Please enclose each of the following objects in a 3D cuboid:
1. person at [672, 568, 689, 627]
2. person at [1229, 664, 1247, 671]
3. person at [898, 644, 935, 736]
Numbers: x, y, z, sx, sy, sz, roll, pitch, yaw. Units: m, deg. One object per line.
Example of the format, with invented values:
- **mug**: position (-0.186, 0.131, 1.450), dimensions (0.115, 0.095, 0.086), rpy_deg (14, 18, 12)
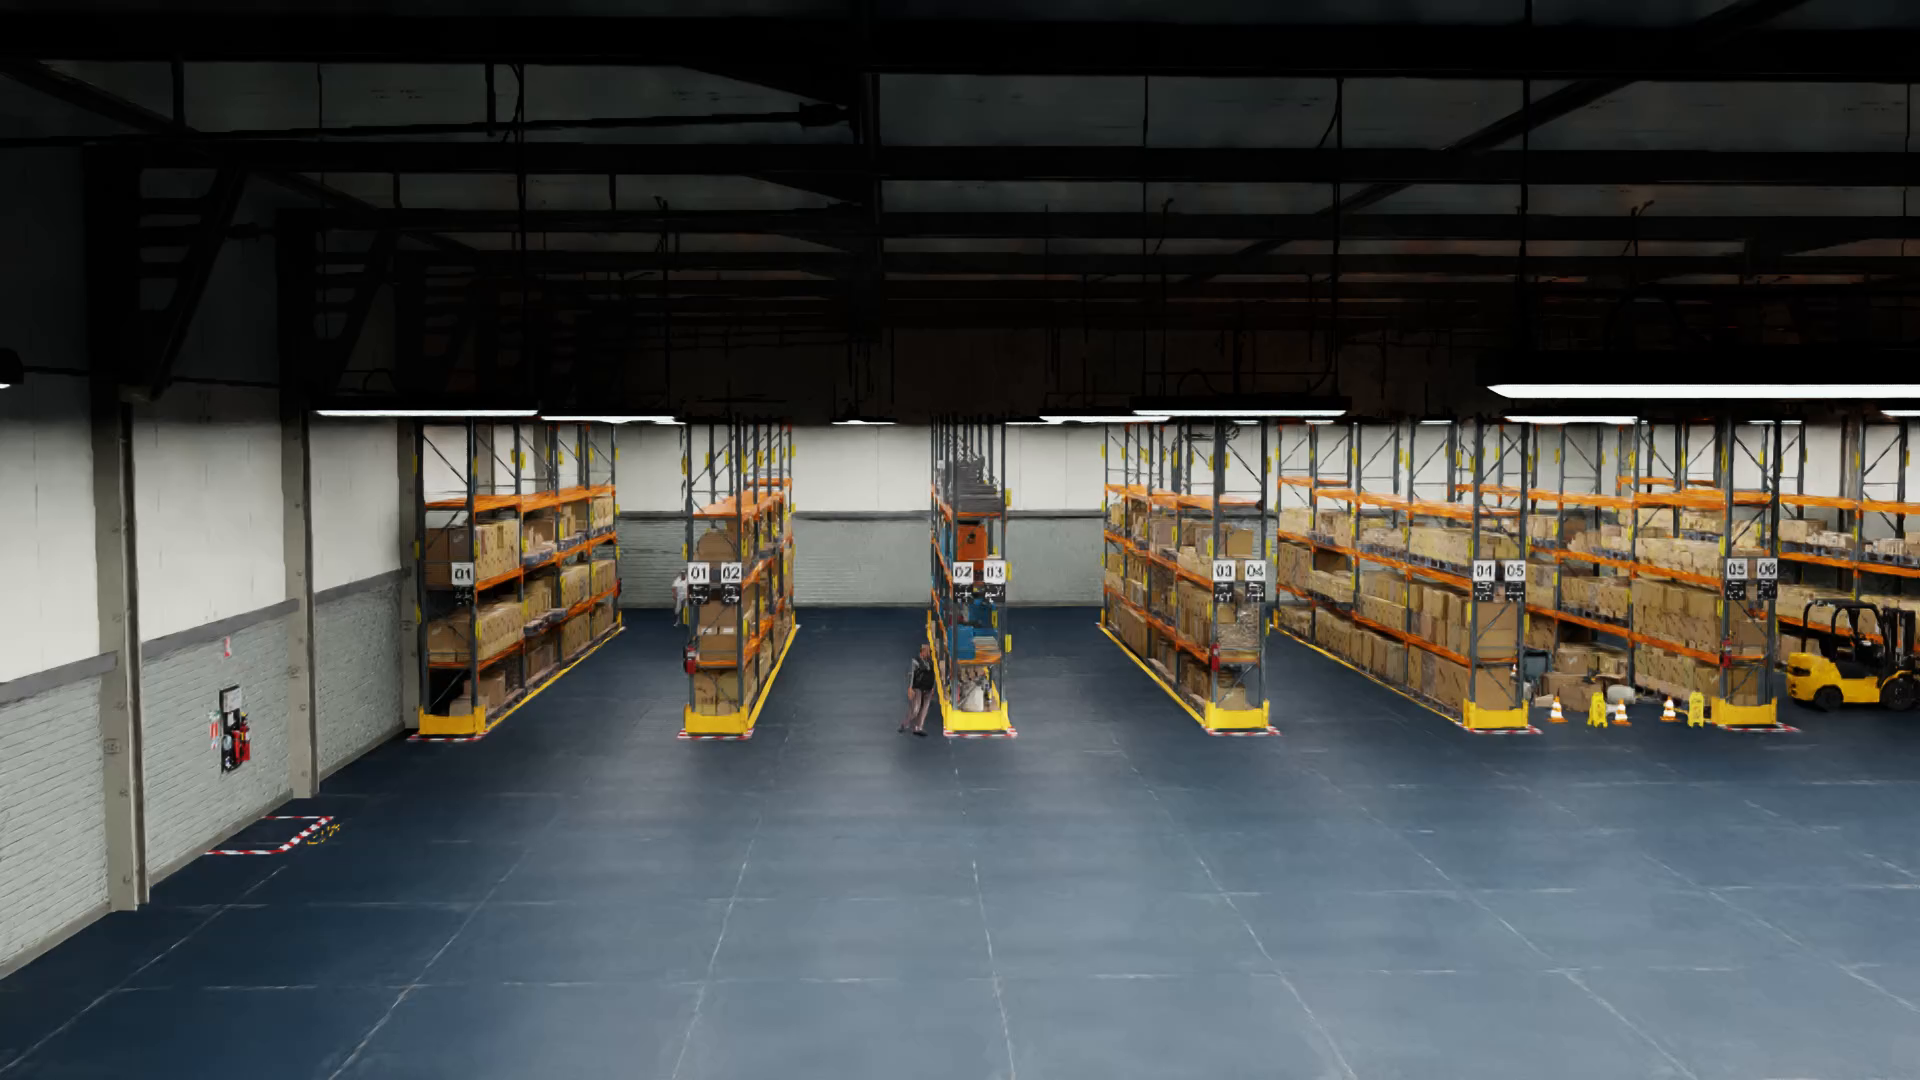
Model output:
- **person**: position (-7.879, 1.644, 47.452), dimensions (0.682, 1.715, 0.542), rpy_deg (0, 4, -4)
- **person**: position (6.492, 2.292, 39.073), dimensions (0.417, 1.517, 1.037), rpy_deg (0, 4, 0)
- **person**: position (-0.800, 2.779, 30.811), dimensions (0.707, 1.704, 0.511), rpy_deg (-3, 5, -40)
